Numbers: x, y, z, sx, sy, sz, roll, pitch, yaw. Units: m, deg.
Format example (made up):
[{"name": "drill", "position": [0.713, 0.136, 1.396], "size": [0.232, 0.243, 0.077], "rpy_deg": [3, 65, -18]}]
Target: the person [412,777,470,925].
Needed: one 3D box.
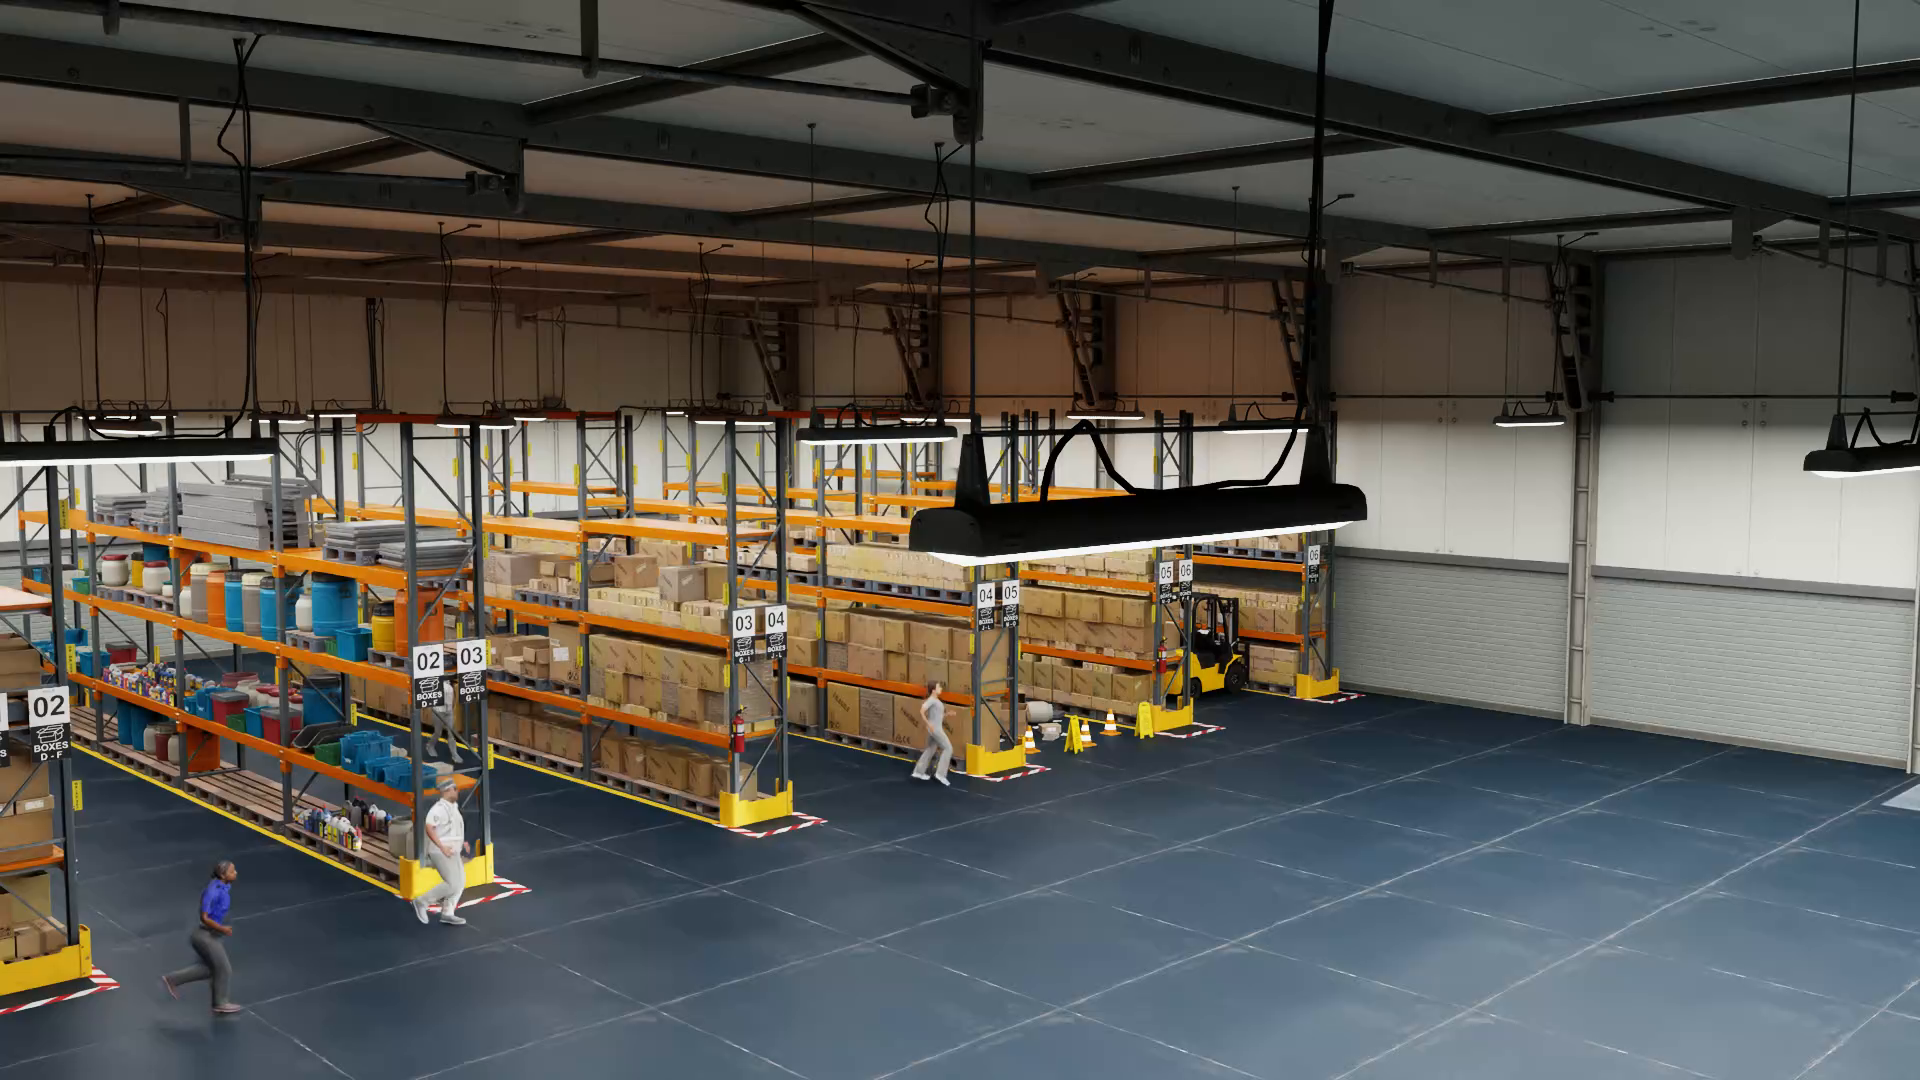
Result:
[{"name": "person", "position": [-6.236, 3.733, 20.054], "size": [0.604, 1.722, 0.739], "rpy_deg": [0, 5, -2]}]

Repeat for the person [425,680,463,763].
[{"name": "person", "position": [-8.934, 2.968, 28.686], "size": [0.919, 1.684, 0.595], "rpy_deg": [4, 6, 39]}]

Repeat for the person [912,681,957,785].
[{"name": "person", "position": [-0.414, 3.145, 27.118], "size": [0.740, 1.716, 0.535], "rpy_deg": [0, 5, -1]}]

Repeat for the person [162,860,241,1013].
[{"name": "person", "position": [-7.753, 4.074, 16.977], "size": [0.737, 1.607, 0.561], "rpy_deg": [-1, 5, -13]}]
